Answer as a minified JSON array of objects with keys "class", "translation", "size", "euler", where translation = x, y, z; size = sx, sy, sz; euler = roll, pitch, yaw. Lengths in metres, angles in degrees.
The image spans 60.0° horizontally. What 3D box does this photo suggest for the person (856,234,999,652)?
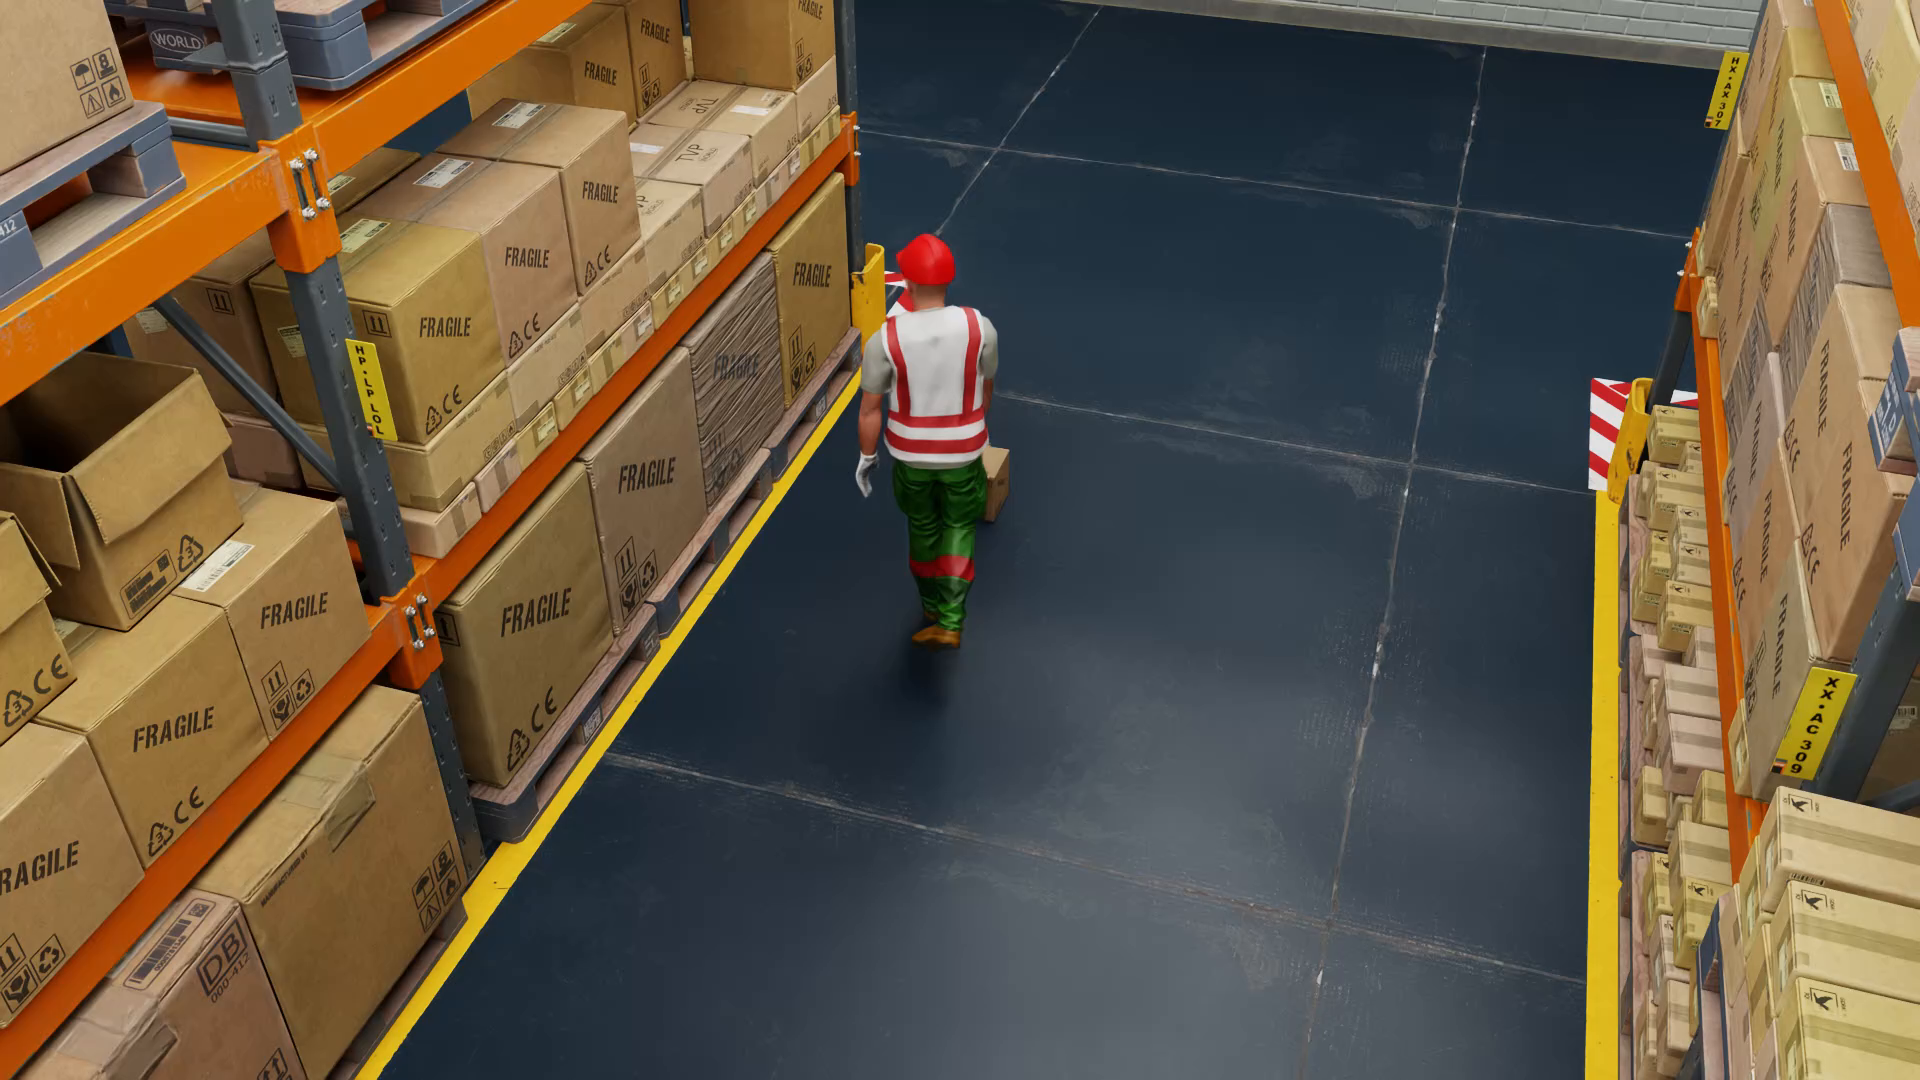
[{"class":"person","translation":[-4.918,2.022,3.413],"size":[10.024,1.784,8.701],"euler":[0,37,1]}]
